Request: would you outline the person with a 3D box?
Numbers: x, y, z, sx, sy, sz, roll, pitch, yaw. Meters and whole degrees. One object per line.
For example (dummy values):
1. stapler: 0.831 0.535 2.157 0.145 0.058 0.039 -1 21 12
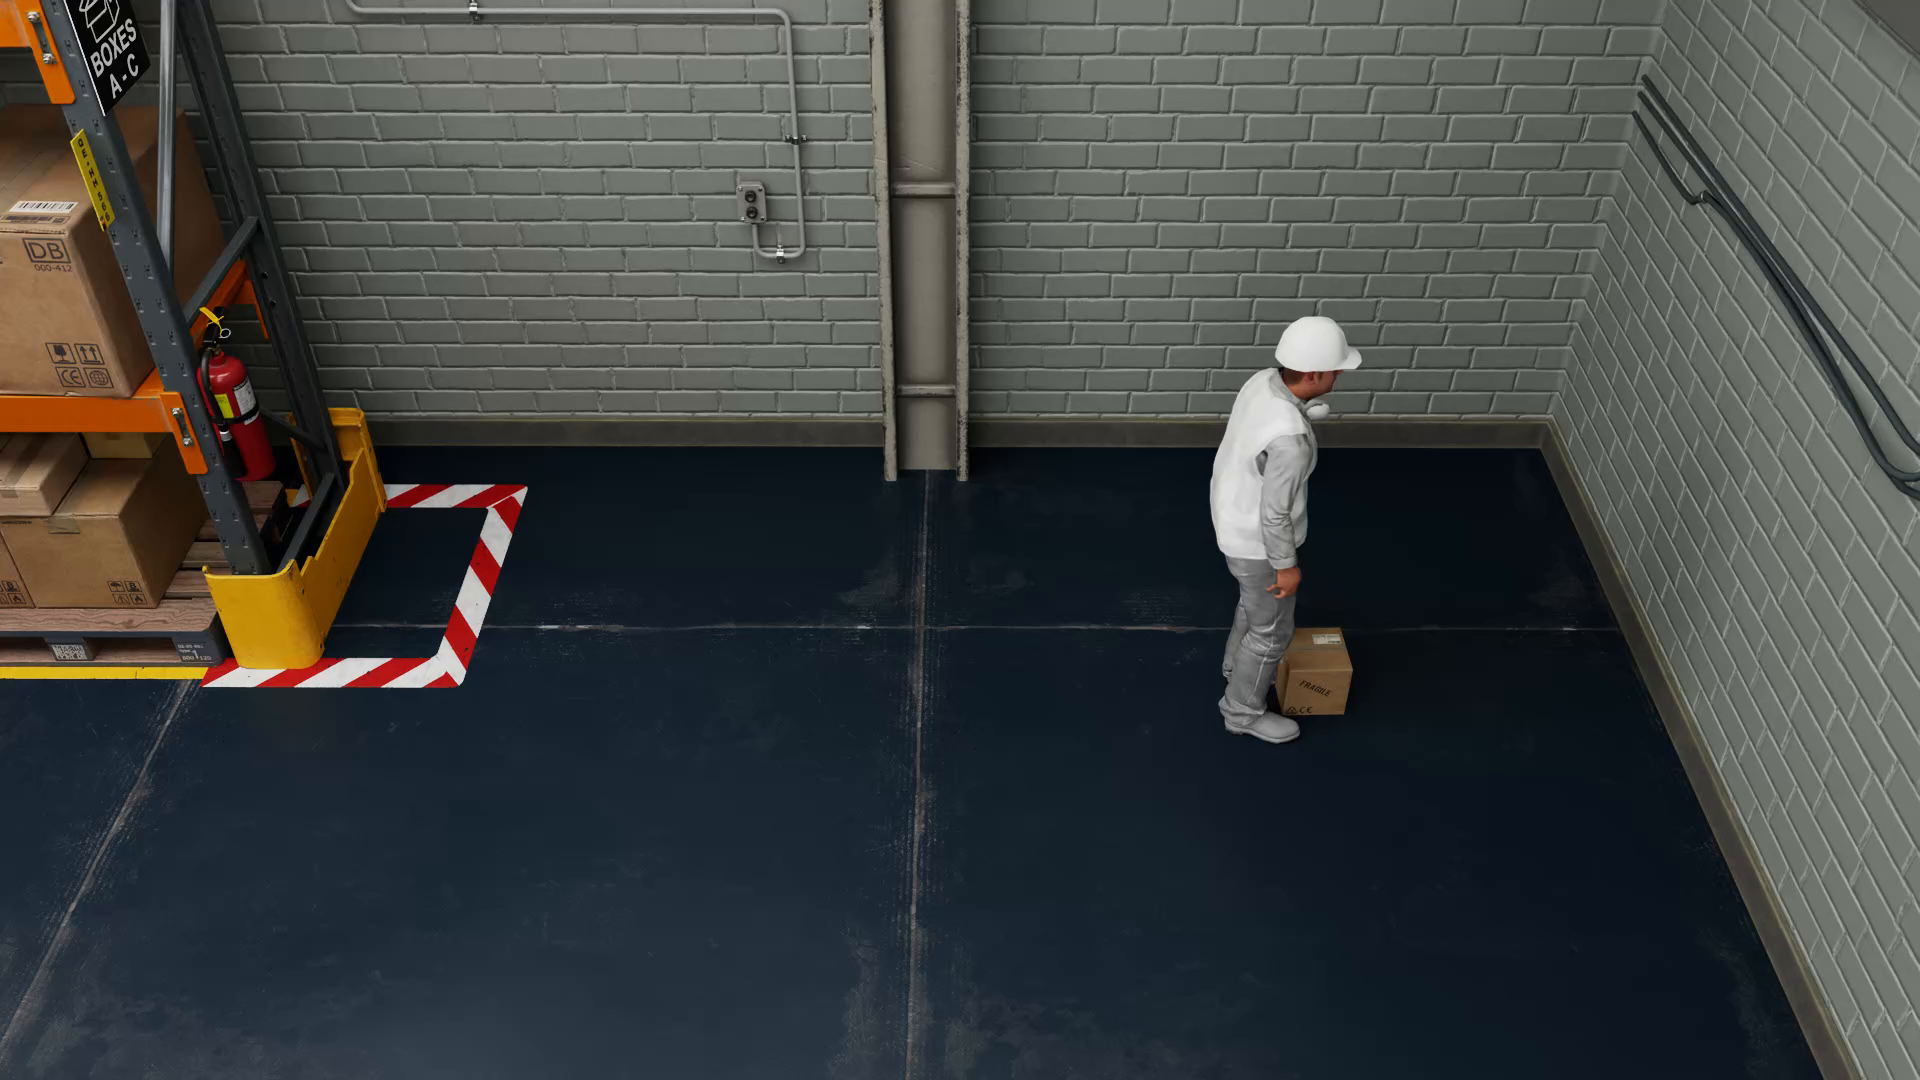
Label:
1. person: 1.155 -0.051 6.196 0.464 1.771 0.580 0 39 0
